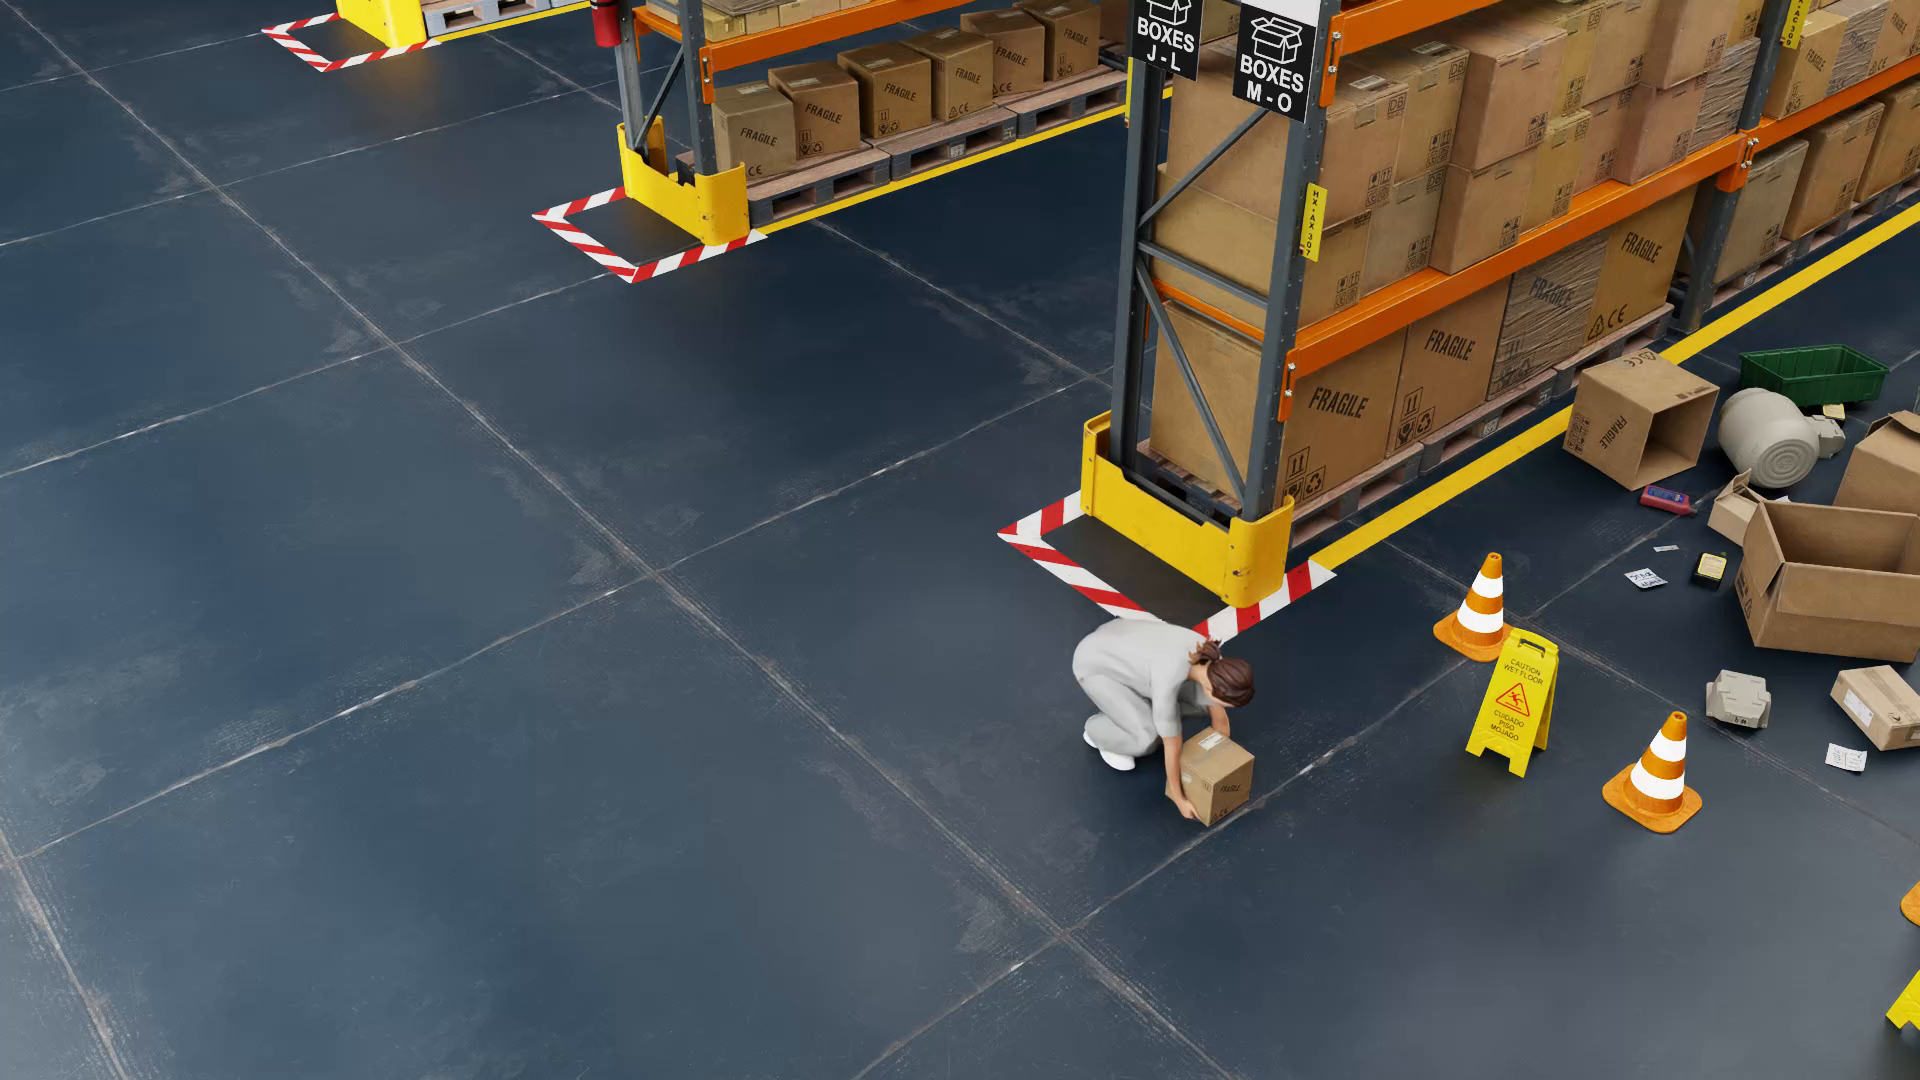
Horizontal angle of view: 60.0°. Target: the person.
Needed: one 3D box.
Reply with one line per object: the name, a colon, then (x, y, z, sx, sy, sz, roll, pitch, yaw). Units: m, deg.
person: (0.848, 0.666, 6.990, 0.459, 0.760, 0.854, -27, 44, -32)
